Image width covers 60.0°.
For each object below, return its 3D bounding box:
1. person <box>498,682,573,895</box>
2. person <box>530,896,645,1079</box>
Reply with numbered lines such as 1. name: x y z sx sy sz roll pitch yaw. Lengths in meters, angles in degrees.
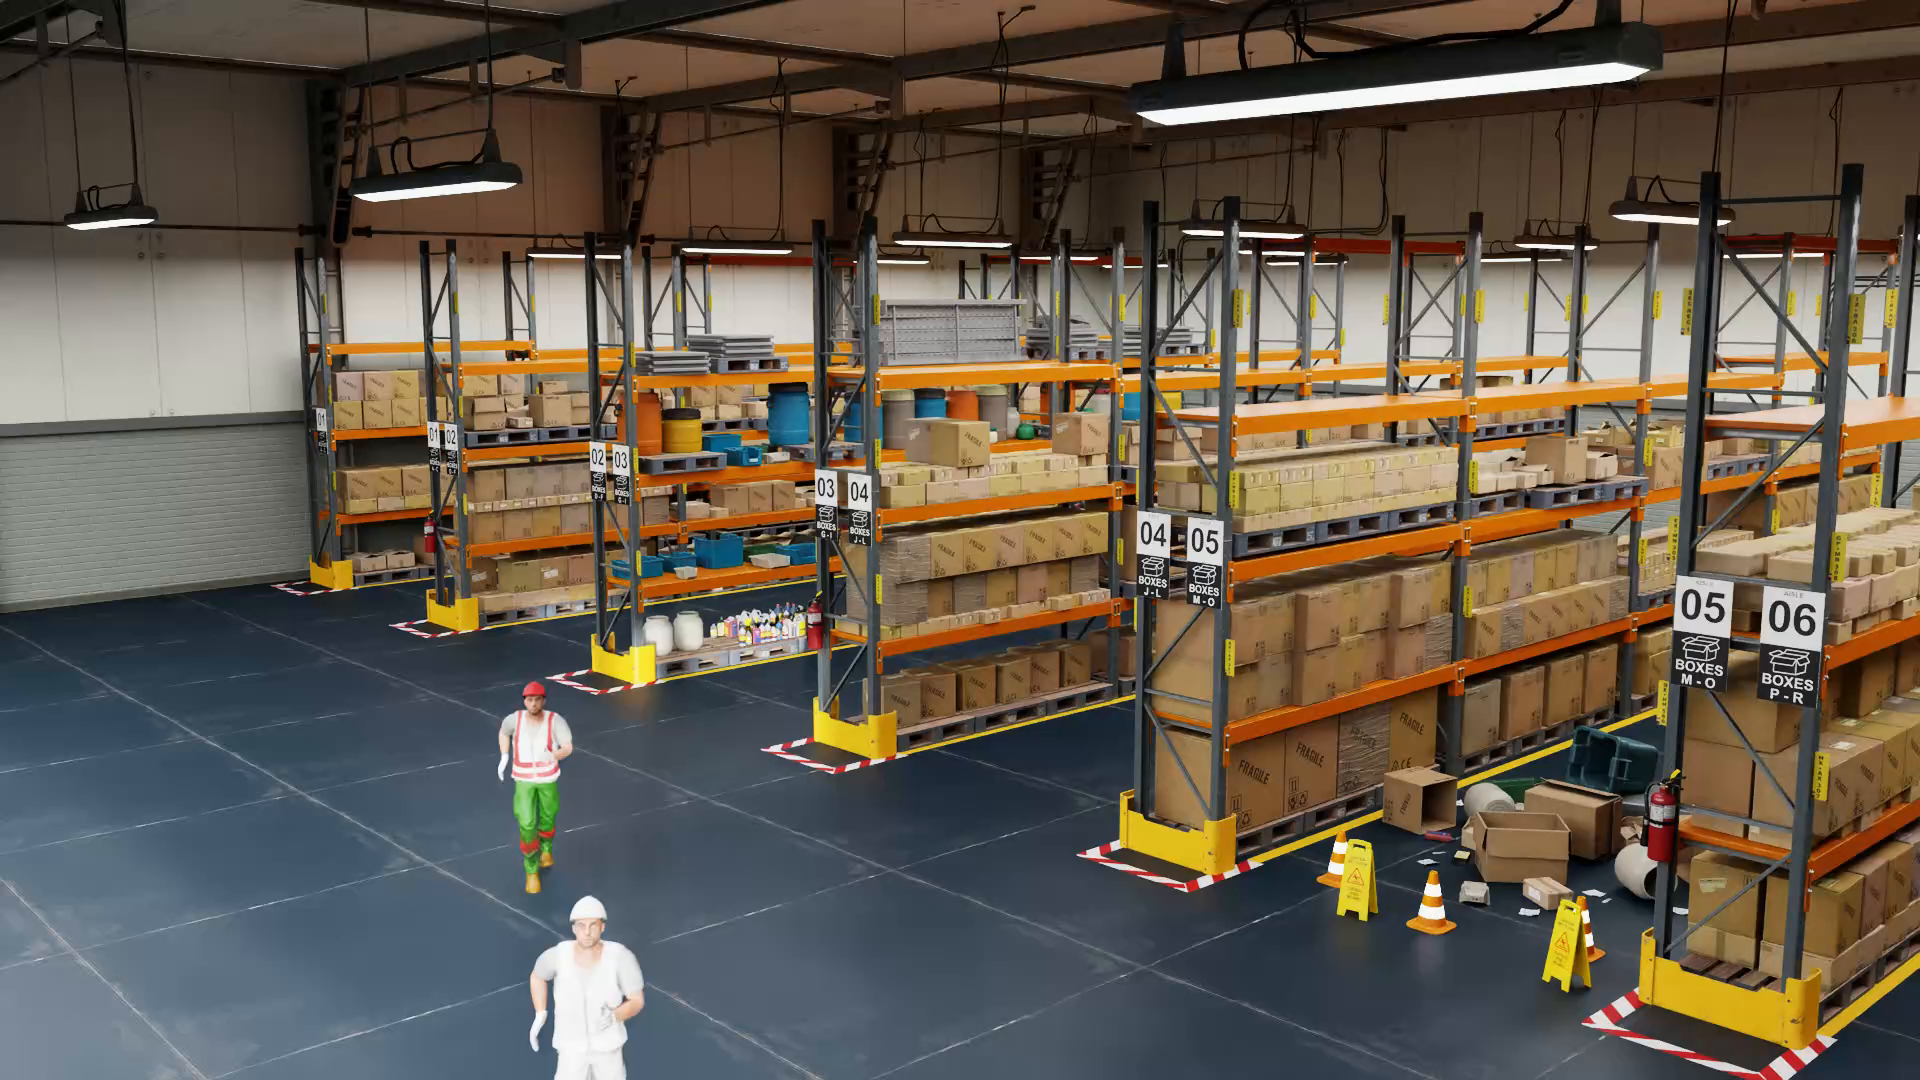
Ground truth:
1. person: -3.733 2.142 14.656 0.643 1.844 0.876 -2 9 -15
2. person: -2.108 2.915 9.443 0.641 1.817 0.735 -2 9 -14
